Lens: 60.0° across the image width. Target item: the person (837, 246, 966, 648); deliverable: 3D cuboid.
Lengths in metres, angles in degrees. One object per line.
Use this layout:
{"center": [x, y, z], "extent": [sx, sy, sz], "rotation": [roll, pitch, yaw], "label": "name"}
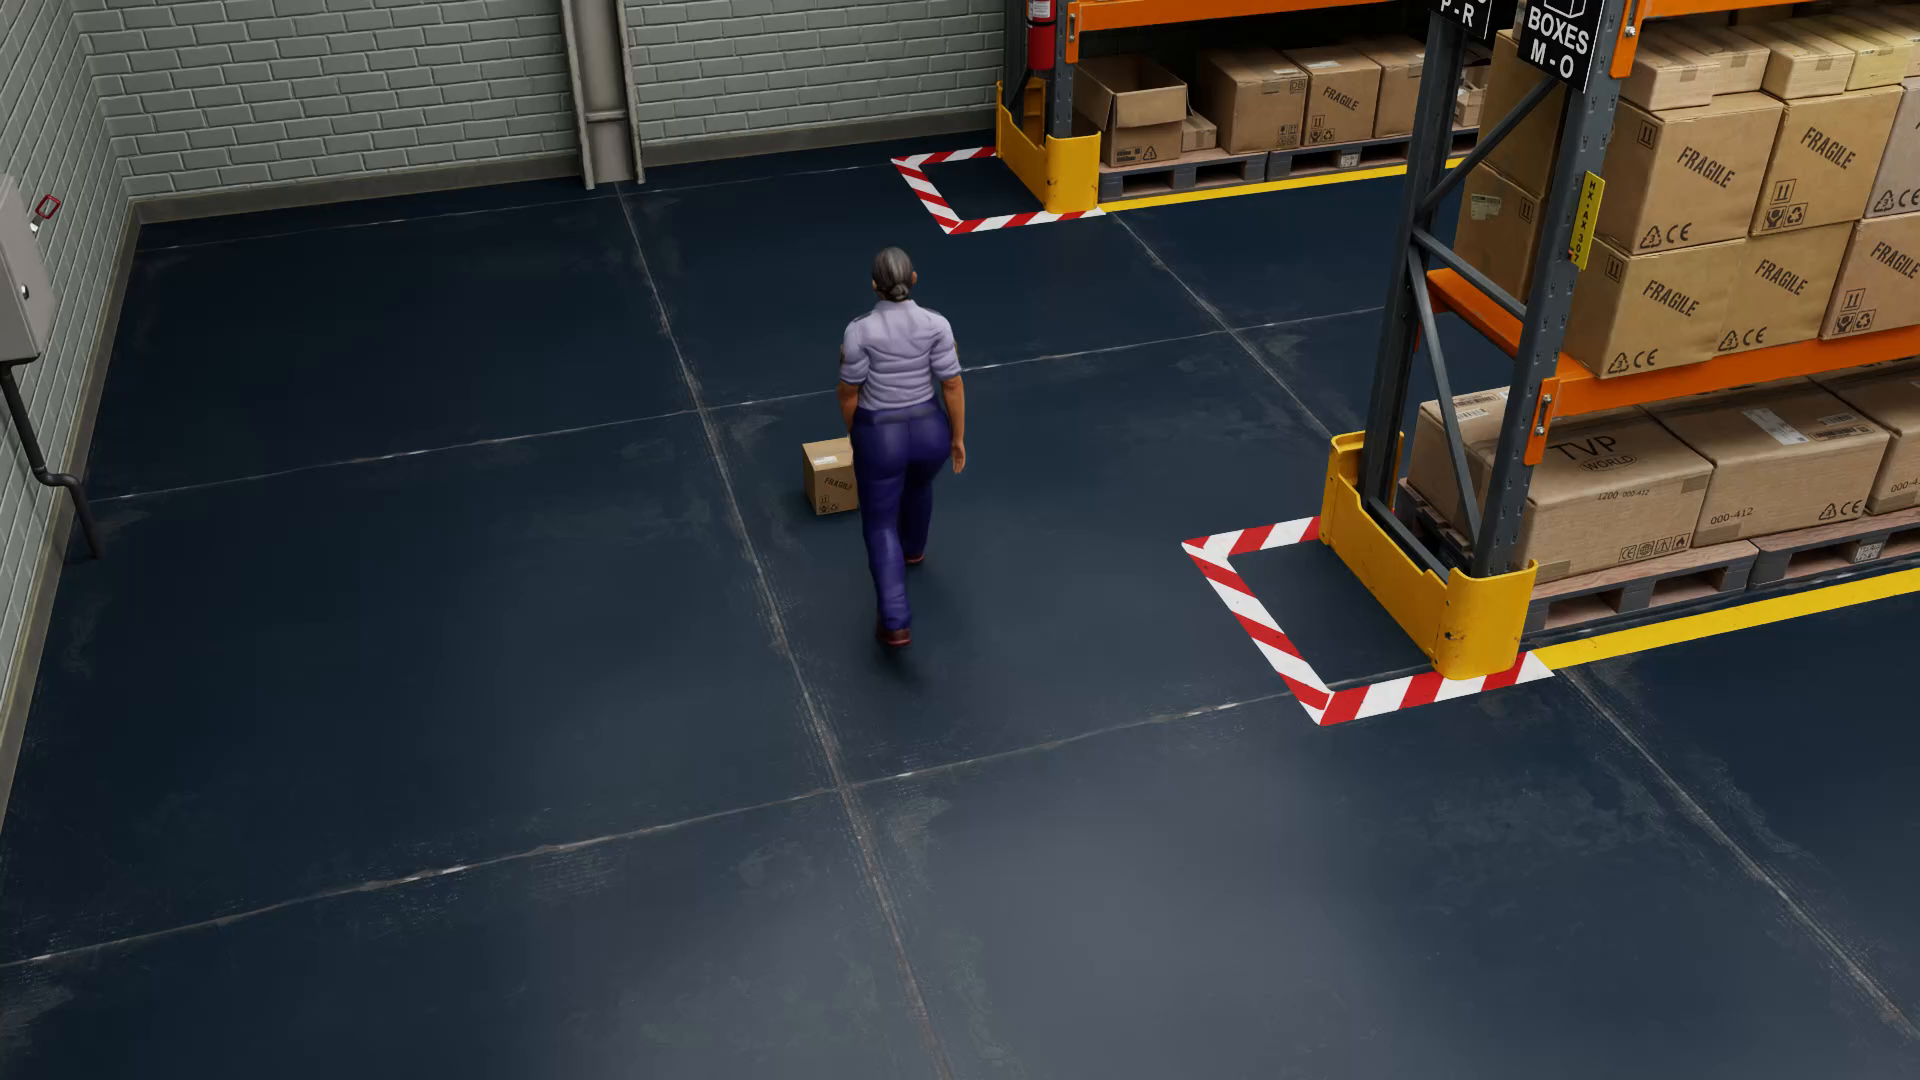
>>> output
{"center": [-0.240, -0.422, 6.801], "extent": [0.497, 1.586, 0.988], "rotation": [-12, 36, -17], "label": "person"}
